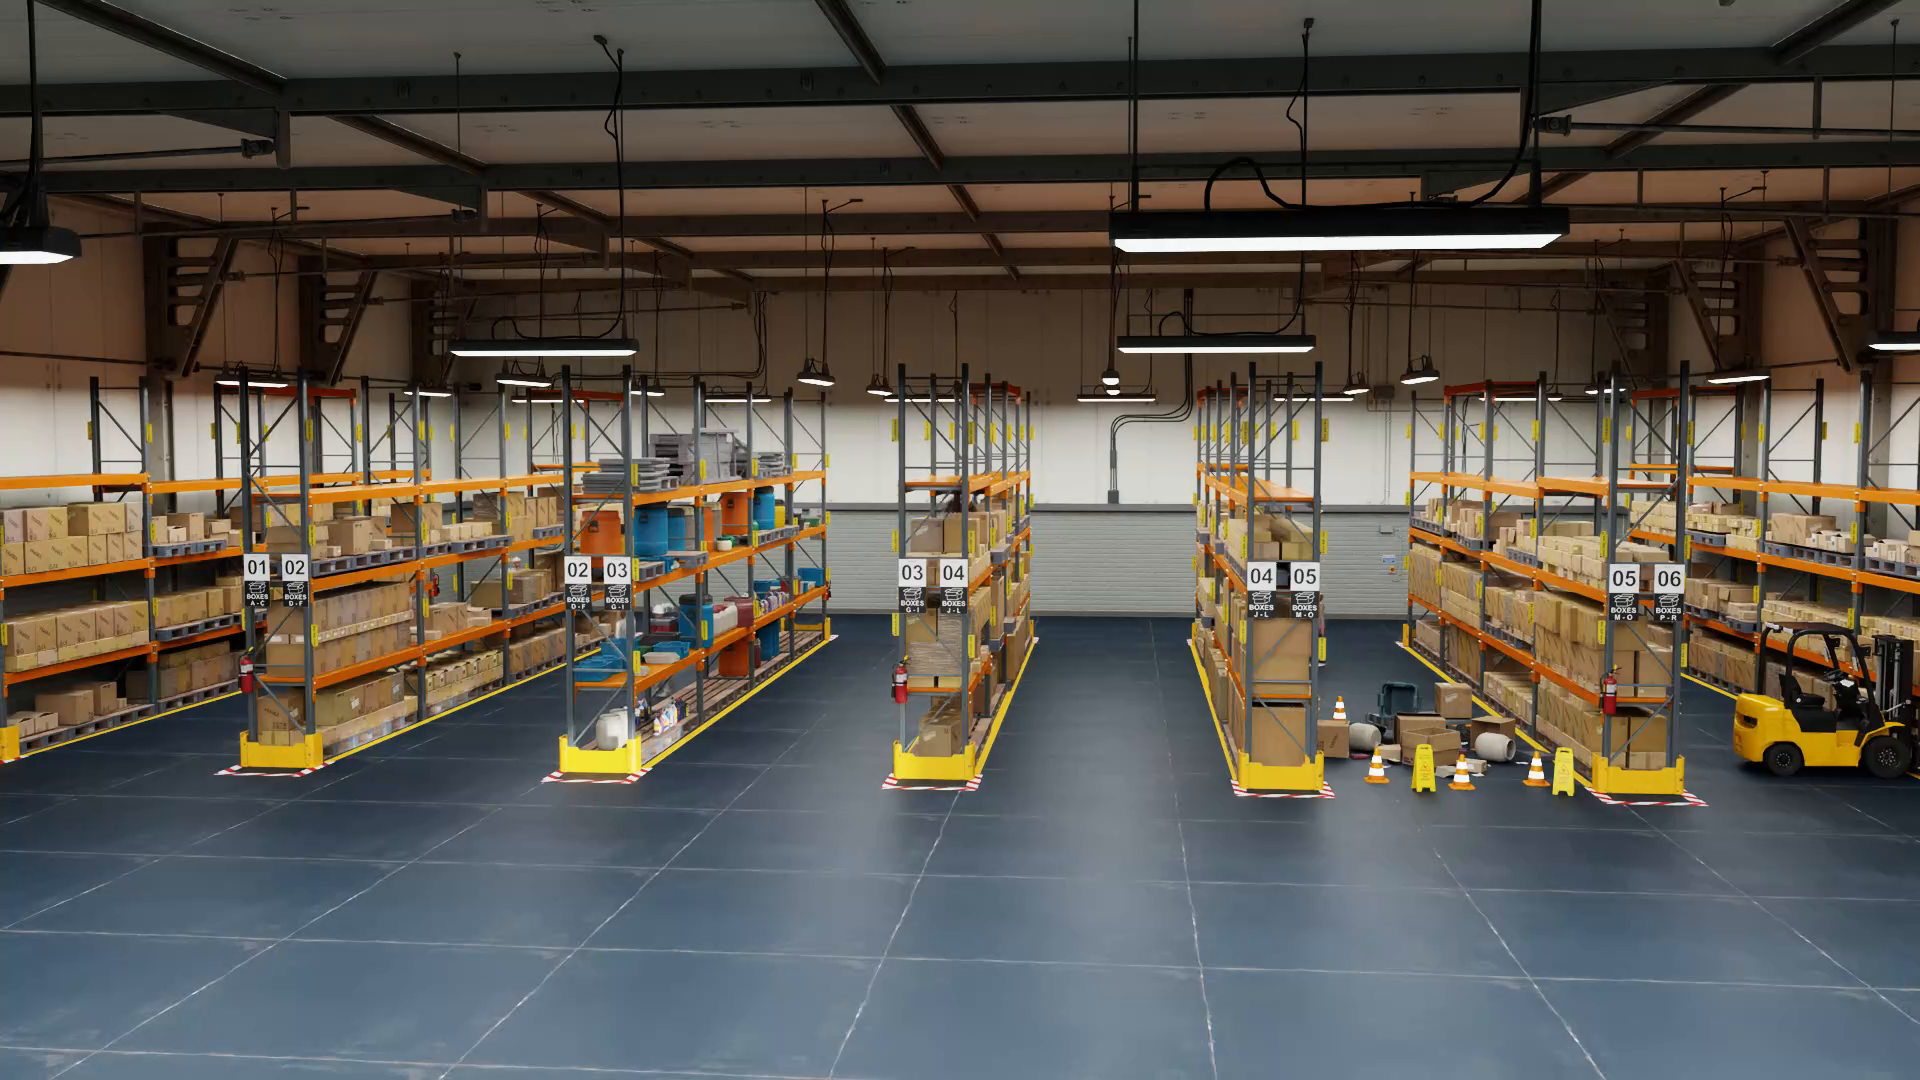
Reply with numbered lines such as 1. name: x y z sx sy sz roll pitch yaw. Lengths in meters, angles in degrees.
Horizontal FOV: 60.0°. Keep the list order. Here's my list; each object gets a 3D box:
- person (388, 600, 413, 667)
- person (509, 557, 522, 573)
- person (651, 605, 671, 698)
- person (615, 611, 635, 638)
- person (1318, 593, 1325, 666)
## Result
1. person: -12.124 1.859 35.937 0.772 1.812 0.877 0 4 4
2. person: -11.521 1.326 43.178 0.534 1.778 0.617 1 4 9
3. person: -5.686 2.107 31.476 0.622 1.776 0.451 0 4 -1
4. person: -6.564 2.118 32.784 0.392 1.545 0.823 0 4 4
5. person: 7.666 1.912 35.690 0.350 1.602 0.459 1 4 11
